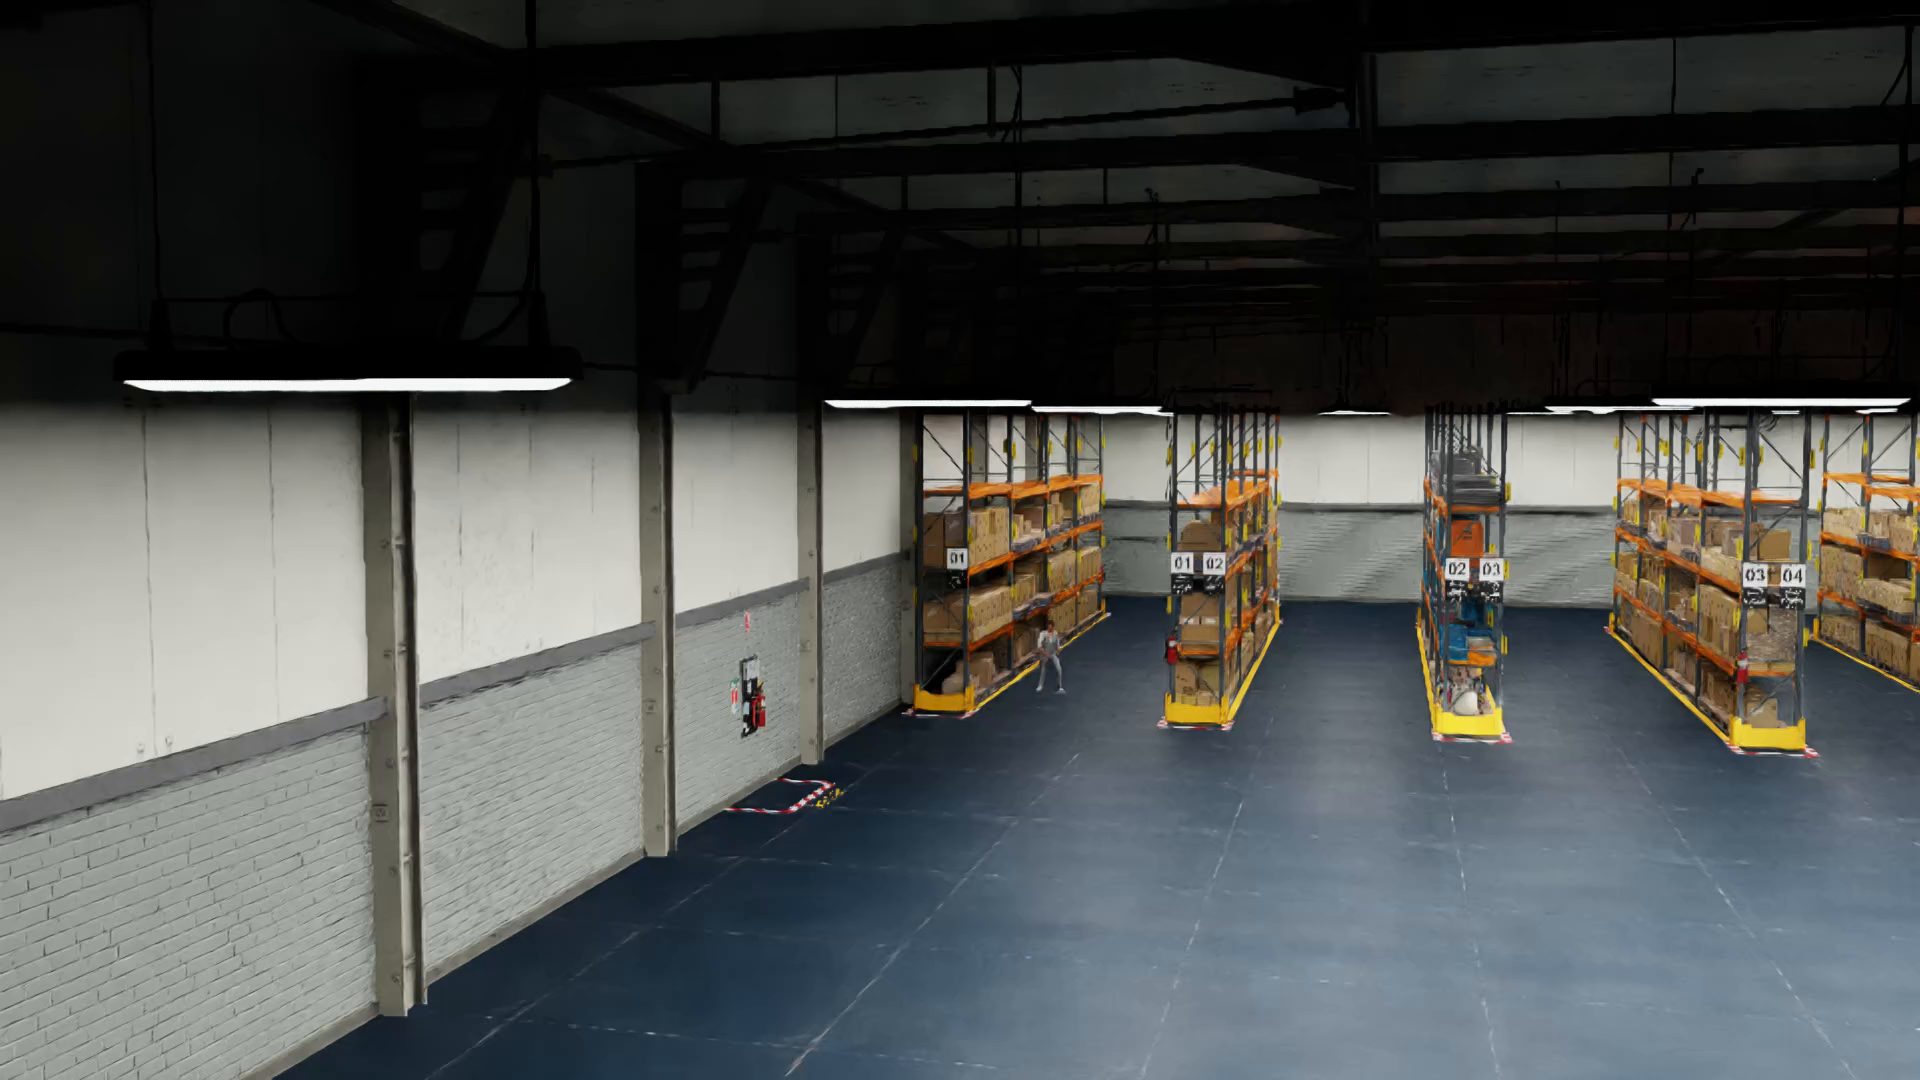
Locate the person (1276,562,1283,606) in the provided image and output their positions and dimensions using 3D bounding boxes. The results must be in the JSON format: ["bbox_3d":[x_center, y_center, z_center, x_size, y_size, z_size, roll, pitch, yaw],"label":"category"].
[{"bbox_3d":[9.381,1.131,50.440,0.696,1.716,0.832,0,4,-4],"label":"person"}]

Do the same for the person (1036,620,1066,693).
[{"bbox_3d":[1.857,2.402,34.486,0.572,1.533,0.755,0,4,-7],"label":"person"}]
